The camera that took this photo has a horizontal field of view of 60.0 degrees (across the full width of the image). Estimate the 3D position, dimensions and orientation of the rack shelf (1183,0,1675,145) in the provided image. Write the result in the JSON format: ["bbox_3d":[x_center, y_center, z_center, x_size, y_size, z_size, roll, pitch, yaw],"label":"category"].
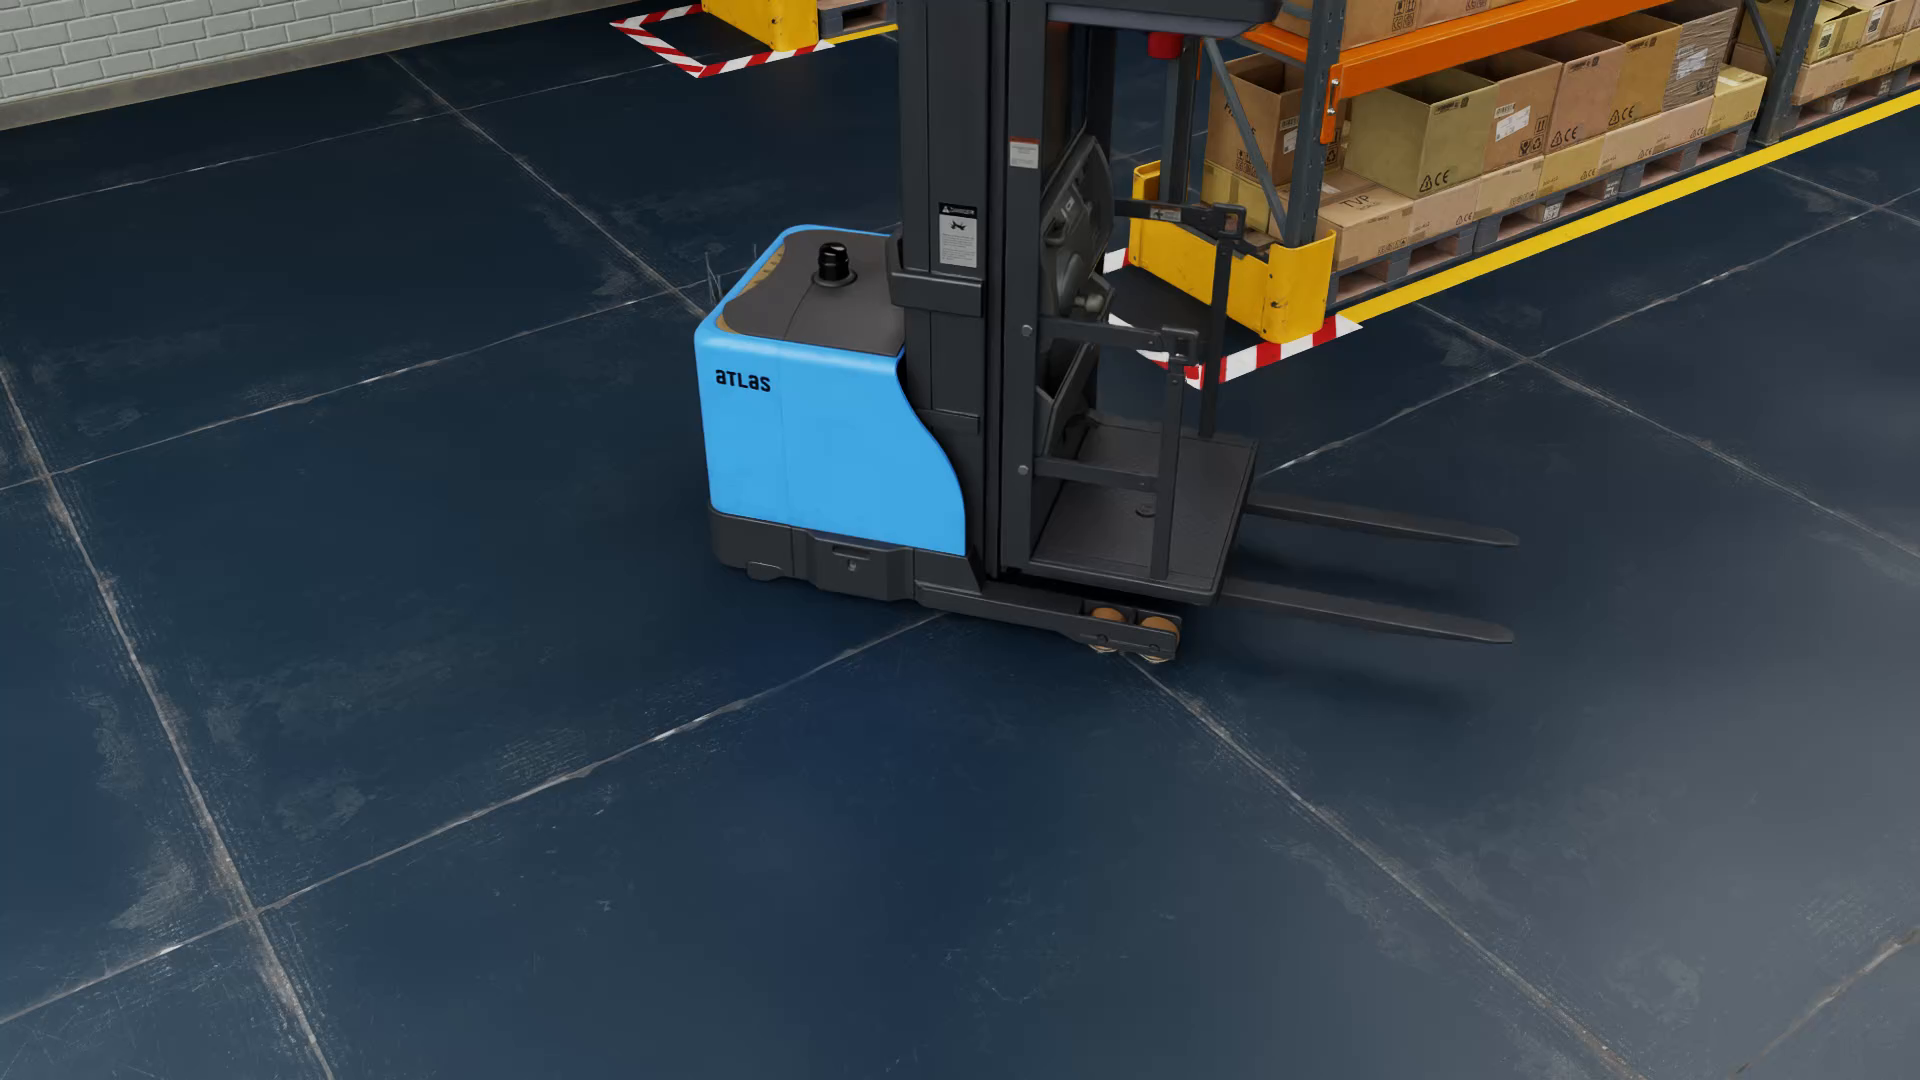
[{"bbox_3d":[2.997,-2.880,8.802,4.000,0.370,1.077,-22,41,-28],"label":"rack shelf"}]

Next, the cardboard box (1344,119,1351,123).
[{"bbox_3d":[2.440,-2.218,9.260,0.500,0.250,0.500,-22,41,-28],"label":"cardboard box"}]

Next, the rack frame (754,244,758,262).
[{"bbox_3d":[-0.810,-0.798,7.085,0.006,0.900,0.240,-12,37,-15],"label":"rack frame"}]

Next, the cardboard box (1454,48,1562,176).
[{"bbox_3d":[2.738,-2.276,8.698,0.500,0.500,0.500,-22,41,-28],"label":"cardboard box"}]

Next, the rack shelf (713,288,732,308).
[{"bbox_3d":[-0.908,-0.970,6.920,0.200,0.077,0.258,-12,37,-15],"label":"rack shelf"}]

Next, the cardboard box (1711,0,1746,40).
[{"bbox_3d":[4.798,-3.400,10.423,0.500,0.311,0.500,-22,41,-28],"label":"cardboard box"}]

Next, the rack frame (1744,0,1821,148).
[{"bbox_3d":[4.632,-3.845,9.527,0.127,3.000,1.000,-22,41,-28],"label":"rack frame"}]

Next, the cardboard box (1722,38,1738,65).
[{"bbox_3d":[4.804,-3.177,10.594,0.500,0.250,0.500,-23,42,-28],"label":"cardboard box"}]

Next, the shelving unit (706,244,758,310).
[{"bbox_3d":[-0.906,-0.778,7.058,0.210,0.900,0.258,-12,37,-15],"label":"shelving unit"}]

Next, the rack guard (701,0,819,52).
[{"bbox_3d":[-1.432,-3.873,11.707,0.348,0.500,1.175,-22,41,-28],"label":"rack guard"}]

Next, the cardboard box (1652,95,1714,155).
[{"bbox_3d":[3.964,-2.476,9.618,0.500,0.250,0.500,-22,41,-28],"label":"cardboard box"}]

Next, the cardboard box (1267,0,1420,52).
[{"bbox_3d":[1.751,-2.691,7.837,0.500,0.500,0.700,-22,41,-28],"label":"cardboard box"}]

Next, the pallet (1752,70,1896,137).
[{"bbox_3d":[5.212,-2.980,10.712,1.213,0.211,1.003,-22,41,-28],"label":"pallet"}]

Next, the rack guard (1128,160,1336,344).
[{"bbox_3d":[1.343,-1.477,8.375,0.348,0.500,1.175,-22,41,-28],"label":"rack guard"}]

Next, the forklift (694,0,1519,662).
[{"bbox_3d":[0.598,-1.088,5.752,3.031,2.935,1.130,10,37,13],"label":"forklift"}]

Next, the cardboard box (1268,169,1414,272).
[{"bbox_3d":[1.929,-1.628,8.440,0.500,0.250,0.500,-22,41,-28],"label":"cardboard box"}]

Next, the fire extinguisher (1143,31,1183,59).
[{"bbox_3d":[0.998,-2.650,7.932,0.183,0.674,0.296,-22,41,-28],"label":"fire extinguisher"}]

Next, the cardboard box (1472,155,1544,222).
[{"bbox_3d":[2.744,-1.966,8.910,0.500,0.250,0.500,-22,41,-28],"label":"cardboard box"}]

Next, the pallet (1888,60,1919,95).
[{"bbox_3d":[6.210,-3.392,11.286,1.213,0.211,1.003,-22,41,-28],"label":"pallet"}]

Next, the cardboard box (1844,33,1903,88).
[{"bbox_3d":[5.523,-3.088,10.470,0.500,0.250,0.500,-21,41,-27],"label":"cardboard box"}]

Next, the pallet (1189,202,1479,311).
[{"bbox_3d":[1.963,-1.645,8.856,1.213,0.211,1.003,-22,41,-28],"label":"pallet"}]

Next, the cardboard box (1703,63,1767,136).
[{"bbox_3d":[4.379,-2.639,9.846,0.500,0.250,0.500,-22,41,-28],"label":"cardboard box"}]

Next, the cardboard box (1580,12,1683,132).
[{"bbox_3d":[3.557,-2.611,9.164,0.500,0.500,0.500,-22,41,-28],"label":"cardboard box"}]

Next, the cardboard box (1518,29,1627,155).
[{"bbox_3d":[3.156,-2.436,8.921,0.500,0.500,0.500,-22,41,-28],"label":"cardboard box"}]

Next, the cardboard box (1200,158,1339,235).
[{"bbox_3d":[1.630,-1.875,8.784,0.500,0.250,0.500,-22,41,-28],"label":"cardboard box"}]

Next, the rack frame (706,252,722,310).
[{"bbox_3d":[-1.002,-0.757,7.031,0.006,0.900,0.240,-12,37,-15],"label":"rack frame"}]

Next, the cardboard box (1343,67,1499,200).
[{"bbox_3d":[2.336,-2.102,8.456,0.500,0.500,0.500,-22,41,-28],"label":"cardboard box"}]

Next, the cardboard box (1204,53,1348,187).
[{"bbox_3d":[1.629,-2.181,8.566,0.500,0.500,0.500,-22,41,-28],"label":"cardboard box"}]

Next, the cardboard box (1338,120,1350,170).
[{"bbox_3d":[2.032,-2.049,9.025,0.500,0.250,0.500,-22,41,-28],"label":"cardboard box"}]

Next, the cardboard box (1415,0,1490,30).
[{"bbox_3d":[2.178,-2.870,8.086,0.500,0.500,0.700,-21,41,-27],"label":"cardboard box"}]

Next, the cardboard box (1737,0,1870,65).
[{"bbox_3d":[5.113,-3.147,10.072,0.500,0.311,0.500,-22,41,-28],"label":"cardboard box"}]

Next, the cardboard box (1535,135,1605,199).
[{"bbox_3d":[3.156,-2.132,9.140,0.500,0.250,0.500,-22,41,-28],"label":"cardboard box"}]

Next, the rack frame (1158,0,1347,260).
[{"bbox_3d":[1.362,-2.500,7.657,0.127,3.000,1.000,-22,41,-28],"label":"rack frame"}]

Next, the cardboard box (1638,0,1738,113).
[{"bbox_3d":[3.963,-2.781,9.401,0.500,0.500,0.500,-22,41,-28],"label":"cardboard box"}]

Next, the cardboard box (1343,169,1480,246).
[{"bbox_3d":[2.335,-1.798,8.676,0.500,0.250,0.500,-22,41,-28],"label":"cardboard box"}]

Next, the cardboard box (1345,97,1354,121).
[{"bbox_3d":[2.438,-2.524,9.044,0.500,0.500,0.500,-22,41,-28],"label":"cardboard box"}]

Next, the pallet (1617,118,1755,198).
[{"bbox_3d":[3.958,-2.466,9.997,1.213,0.211,1.003,-22,41,-28],"label":"pallet"}]

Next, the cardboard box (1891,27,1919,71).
[{"bbox_3d":[5.945,-3.264,10.714,0.500,0.250,0.500,-24,42,-29],"label":"cardboard box"}]

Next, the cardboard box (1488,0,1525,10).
[{"bbox_3d":[2.587,-3.034,8.314,0.500,0.500,0.700,-22,41,-28],"label":"cardboard box"}]

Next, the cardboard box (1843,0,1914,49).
[{"bbox_3d":[5.525,-3.313,10.302,0.500,0.311,0.500,-23,42,-28],"label":"cardboard box"}]

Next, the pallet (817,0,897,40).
[{"bbox_3d":[-0.748,-4.013,12.148,1.213,0.211,1.003,-22,41,-28],"label":"pallet"}]

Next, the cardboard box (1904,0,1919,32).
[{"bbox_3d":[5.948,-3.488,10.545,0.500,0.311,0.500,-24,42,-29],"label":"cardboard box"}]

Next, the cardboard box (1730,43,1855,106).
[{"bbox_3d":[5.104,-2.917,10.232,0.500,0.250,0.500,-23,42,-29],"label":"cardboard box"}]

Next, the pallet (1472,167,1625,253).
[{"bbox_3d":[2.960,-2.053,9.423,1.213,0.211,1.003,-22,41,-28],"label":"pallet"}]

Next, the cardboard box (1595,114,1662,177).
[{"bbox_3d":[3.564,-2.300,9.375,0.500,0.250,0.500,-22,41,-28],"label":"cardboard box"}]
